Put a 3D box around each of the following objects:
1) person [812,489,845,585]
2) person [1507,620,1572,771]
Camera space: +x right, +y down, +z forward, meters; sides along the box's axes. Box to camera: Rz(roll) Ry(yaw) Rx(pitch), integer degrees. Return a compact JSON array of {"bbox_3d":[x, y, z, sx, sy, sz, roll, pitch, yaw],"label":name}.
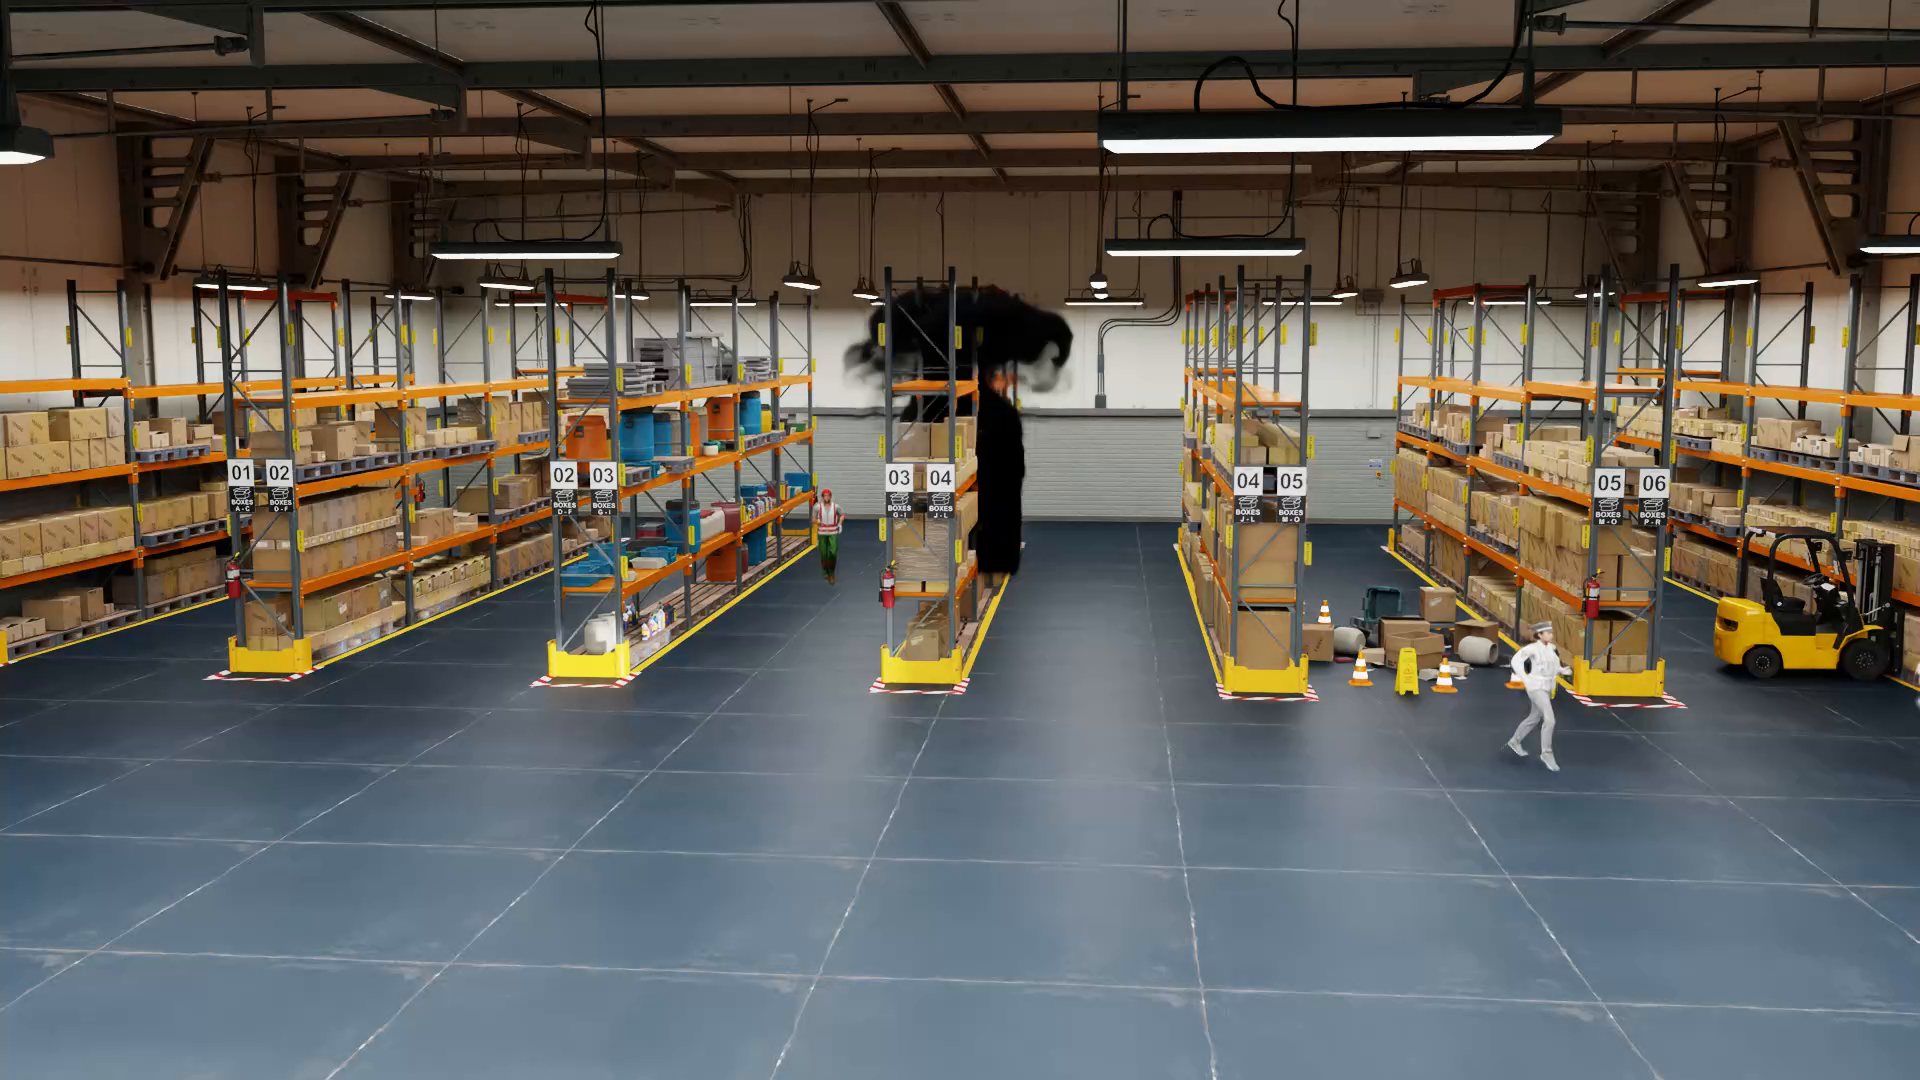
[{"bbox_3d":[-2.552,-0.058,32.166,0.631,1.856,0.669,0,7,-3],"label":"person"},{"bbox_3d":[6.808,1.800,19.564,0.597,1.755,0.775,-6,9,-41],"label":"person"}]
